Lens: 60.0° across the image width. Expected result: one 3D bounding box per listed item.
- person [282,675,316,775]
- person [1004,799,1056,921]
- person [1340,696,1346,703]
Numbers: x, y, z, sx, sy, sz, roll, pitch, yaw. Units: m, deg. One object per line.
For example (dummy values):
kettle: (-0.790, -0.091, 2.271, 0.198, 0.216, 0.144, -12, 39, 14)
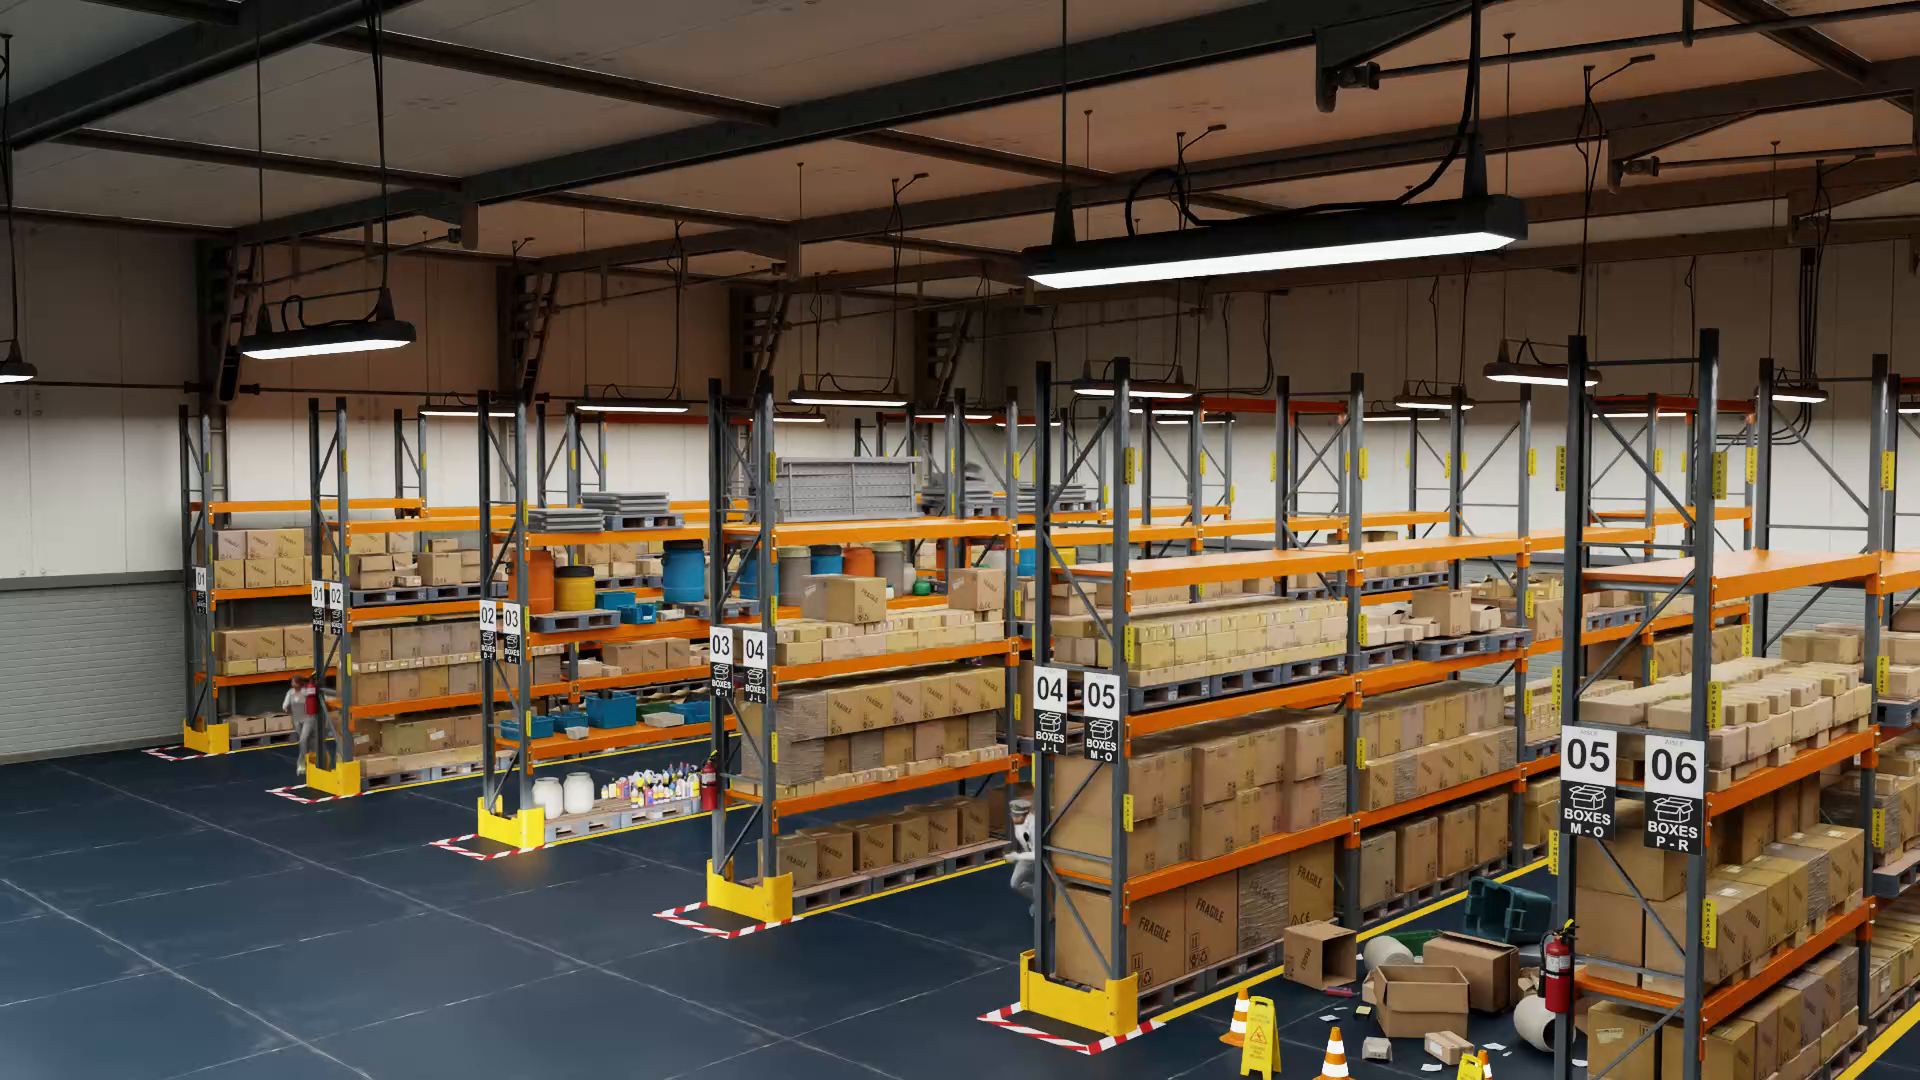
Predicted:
person: (-10.641, 2.955, 26.969, 0.547, 1.586, 0.898, 1, 3, 10)
person: (0.809, 3.488, 18.022, 0.946, 1.433, 0.579, -3, 4, -42)
person: (6.125, 3.082, 25.238, 1.037, 1.523, 0.574, -2, 4, -36)
